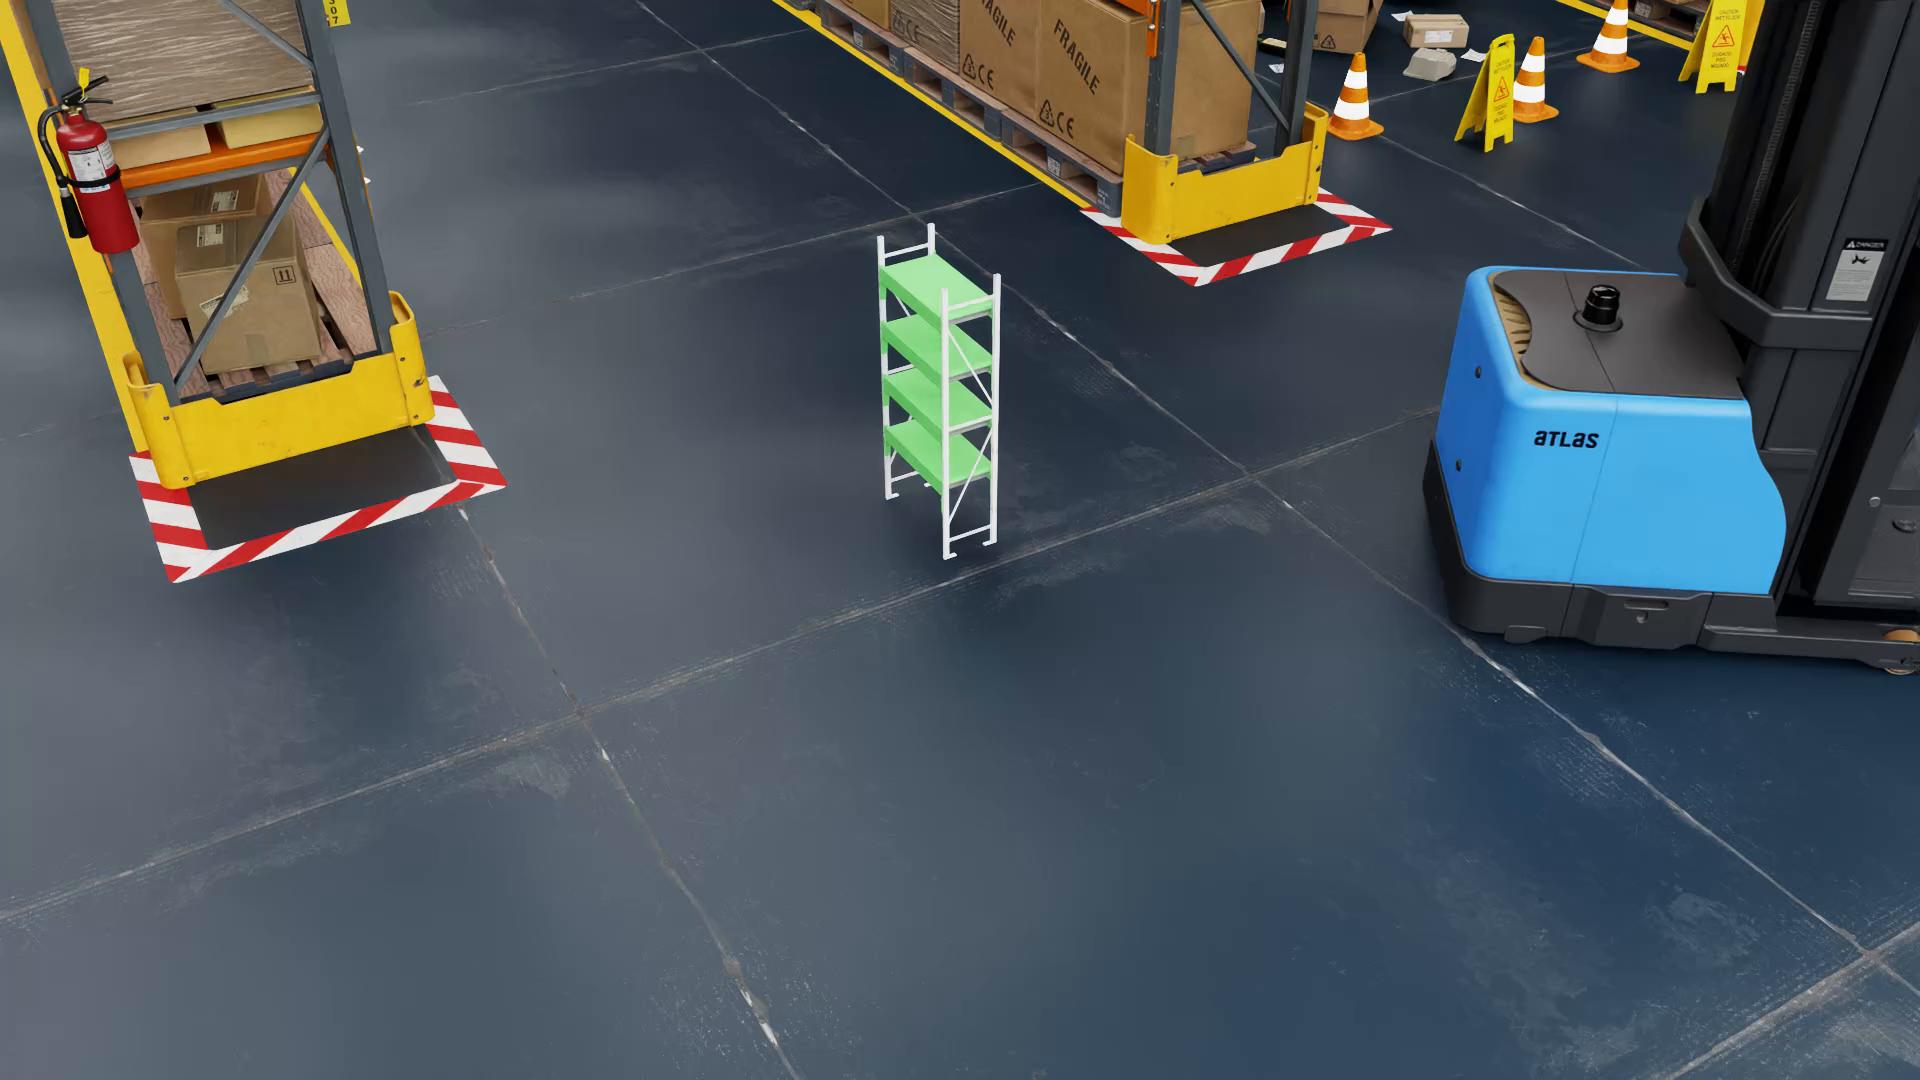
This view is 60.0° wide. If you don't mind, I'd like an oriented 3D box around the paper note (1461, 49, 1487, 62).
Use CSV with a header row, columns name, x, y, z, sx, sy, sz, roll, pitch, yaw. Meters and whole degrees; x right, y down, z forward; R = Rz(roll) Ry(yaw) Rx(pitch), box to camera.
name,x,y,z,sx,sy,sz,roll,pitch,yaw
paper note,3.469,-3.263,11.192,0.142,0.019,0.148,26,44,31

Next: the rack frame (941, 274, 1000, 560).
name,x,y,z,sx,sy,sz,roll,pitch,yaw
rack frame,0.039,-0.445,6.341,0.240,1.200,0.015,-19,40,-24

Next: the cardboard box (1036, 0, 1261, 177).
name,x,y,z,sx,sy,sz,roll,pitch,yaw
cardboard box,1.038,-2.690,9.335,0.875,0.875,0.875,-19,40,-24

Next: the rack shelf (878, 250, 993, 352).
name,x,y,z,sx,sy,sz,roll,pitch,yaw
rack shelf,-0.083,-0.905,6.266,0.258,0.148,0.480,-19,40,-24

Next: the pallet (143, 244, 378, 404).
name,x,y,z,sx,sy,sz,roll,pitch,yaw
pallet,-3.320,-0.971,7.901,1.003,0.211,1.213,-19,40,-24

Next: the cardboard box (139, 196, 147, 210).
name,x,y,z,sx,sy,sz,roll,pitch,yaw
cardboard box,-3.831,-1.737,8.348,0.500,0.500,0.500,-15,39,-20

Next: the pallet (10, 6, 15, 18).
name,x,y,z,sx,sy,sz,roll,pitch,yaw
pallet,-6.532,-4.188,12.306,1.003,0.211,1.213,-19,40,-24

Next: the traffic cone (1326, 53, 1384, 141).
name,x,y,z,sx,sy,sz,roll,pitch,yaw
traffic cone,2.396,-2.719,10.080,0.336,0.463,0.334,-19,40,-24

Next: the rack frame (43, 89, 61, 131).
name,x,y,z,sx,sy,sz,roll,pitch,yaw
rack frame,-4.914,-3.673,9.236,1.000,3.000,0.127,-19,40,-24

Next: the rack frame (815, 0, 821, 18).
name,x,y,z,sx,sy,sz,roll,pitch,yaw
rack frame,-0.574,-5.092,11.178,1.000,3.000,0.127,-19,40,-24

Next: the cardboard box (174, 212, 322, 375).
name,x,y,z,sx,sy,sz,roll,pitch,yaw
cardboard box,-3.203,-1.117,7.500,0.500,0.500,0.500,-12,38,-16

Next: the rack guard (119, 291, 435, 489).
name,x,y,z,sx,sy,sz,roll,pitch,yaw
rack guard,-2.942,-0.663,7.234,1.175,0.500,0.348,-19,40,-24

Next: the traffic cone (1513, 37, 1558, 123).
name,x,y,z,sx,sy,sz,roll,pitch,yaw
traffic cone,3.544,-2.880,10.301,0.336,0.463,0.334,-19,40,-24

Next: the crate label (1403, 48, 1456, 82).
name,x,y,z,sx,sy,sz,roll,pitch,yaw
crate label,3.096,-3.131,10.921,0.298,0.136,0.250,19,40,24

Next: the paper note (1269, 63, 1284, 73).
name,x,y,z,sx,sy,sz,roll,pitch,yaw
paper note,2.137,-3.134,11.016,0.144,0.017,0.142,-6,37,-8

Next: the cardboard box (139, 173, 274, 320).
name,x,y,z,sx,sy,sz,roll,pitch,yaw
cardboard box,-3.533,-1.412,7.903,0.500,0.500,0.500,-9,37,-12

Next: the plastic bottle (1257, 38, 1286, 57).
name,x,y,z,sx,sy,sz,roll,pitch,yaw
plastic bottle,2.124,-3.352,11.288,0.283,0.061,0.133,26,44,31

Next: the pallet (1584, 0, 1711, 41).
name,x,y,z,sx,sy,sz,roll,pitch,yaw
pallet,5.249,-3.908,11.921,1.003,0.211,1.213,-19,40,-24

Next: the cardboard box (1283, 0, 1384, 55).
name,x,y,z,sx,sy,sz,roll,pitch,yaw
cardboard box,2.593,-3.708,11.400,0.637,0.503,0.797,12,38,16

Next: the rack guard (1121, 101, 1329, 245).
name,x,y,z,sx,sy,sz,roll,pitch,yaw
rack guard,1.448,-2.030,9.106,1.175,0.500,0.348,-19,40,-24

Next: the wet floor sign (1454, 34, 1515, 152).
name,x,y,z,sx,sy,sz,roll,pitch,yaw
wet floor sign,3.162,-2.673,9.863,0.267,0.644,0.232,-26,44,-31

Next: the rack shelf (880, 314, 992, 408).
name,x,y,z,sx,sy,sz,roll,pitch,yaw
rack shelf,-0.083,-0.711,6.408,0.258,0.148,0.480,-19,40,-24

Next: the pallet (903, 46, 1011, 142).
name,x,y,z,sx,sy,sz,roll,pitch,yaw
pallet,0.357,-2.932,10.585,1.003,0.211,1.213,-19,40,-24

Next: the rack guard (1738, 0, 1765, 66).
name,x,y,z,sx,sy,sz,roll,pitch,yaw
rack guard,5.626,-3.599,11.254,1.175,0.500,0.348,-19,40,-24

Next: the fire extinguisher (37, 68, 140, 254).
name,x,y,z,sx,sy,sz,roll,pitch,yaw
fire extinguisher,-3.245,-1.407,6.199,0.296,0.674,0.183,-19,40,-24

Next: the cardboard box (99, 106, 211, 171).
name,x,y,z,sx,sy,sz,roll,pitch,yaw
cardboard box,-3.226,-1.616,6.633,0.380,0.149,0.250,-19,40,-24

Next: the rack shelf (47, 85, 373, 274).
name,x,y,z,sx,sy,sz,roll,pitch,yaw
rack shelf,-3.909,-2.363,8.052,1.077,0.370,4.000,-19,40,-24

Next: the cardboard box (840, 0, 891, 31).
name,x,y,z,sx,sy,sz,roll,pitch,yaw
cardboard box,-0.319,-4.062,11.213,0.875,0.875,0.875,-18,40,-23

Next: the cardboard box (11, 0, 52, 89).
name,x,y,z,sx,sy,sz,roll,pitch,yaw
cardboard box,-3.511,-2.302,7.022,0.875,0.500,0.500,-19,40,-24

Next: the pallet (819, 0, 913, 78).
name,x,y,z,sx,sy,sz,roll,pitch,yaw
pallet,-0.260,-3.555,11.438,1.003,0.211,1.213,-19,40,-24

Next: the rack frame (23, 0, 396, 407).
name,x,y,z,sx,sy,sz,roll,pitch,yaw
rack frame,-2.904,-1.634,6.443,1.000,3.000,0.127,-19,40,-24

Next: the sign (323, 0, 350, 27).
name,x,y,z,sx,sy,sz,roll,pitch,yaw
sign,-2.435,-2.144,6.408,0.100,0.325,0.005,-19,40,-24

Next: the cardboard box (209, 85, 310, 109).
name,x,y,z,sx,sy,sz,roll,pitch,yaw
cardboard box,-2.950,-1.881,6.996,0.380,0.149,0.250,-19,40,-24

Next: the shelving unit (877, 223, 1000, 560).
name,x,y,z,sx,sy,sz,roll,pitch,yaw
shelving unit,-0.083,-0.569,6.512,0.258,1.200,0.503,-19,40,-24

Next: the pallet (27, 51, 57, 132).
name,x,y,z,sx,sy,sz,roll,pitch,yaw
pallet,-5.306,-2.944,10.602,1.003,0.211,1.213,-19,40,-24

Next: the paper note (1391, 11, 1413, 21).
name,x,y,z,sx,sy,sz,roll,pitch,yaw
paper note,3.172,-3.736,11.850,0.148,0.019,0.142,-6,37,-8

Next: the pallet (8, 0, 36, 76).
name,x,y,z,sx,sy,sz,roll,pitch,yaw
pallet,-5.923,-3.567,11.455,1.003,0.211,1.213,-19,40,-24

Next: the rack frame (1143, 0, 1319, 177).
name,x,y,z,sx,sy,sz,roll,pitch,yaw
rack frame,1.435,-3.052,8.385,1.000,3.000,0.127,-19,40,-24

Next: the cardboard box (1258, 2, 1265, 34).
name,x,y,z,sx,sy,sz,roll,pitch,yaw
cardboard box,1.882,-3.657,11.532,0.396,0.266,0.258,-12,38,-16

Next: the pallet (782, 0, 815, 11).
name,x,y,z,sx,sy,sz,roll,pitch,yaw
pallet,-1.027,-4.337,12.509,1.003,0.211,1.213,-19,40,-24

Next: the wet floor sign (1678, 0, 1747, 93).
name,x,y,z,sx,sy,sz,roll,pitch,yaw
wet floor sign,4.835,-3.205,10.592,0.267,0.644,0.232,-6,37,-8

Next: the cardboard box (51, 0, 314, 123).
name,x,y,z,sx,sy,sz,roll,pitch,yaw
cardboard box,-3.156,-2.083,6.721,0.875,0.500,0.500,-19,40,-24

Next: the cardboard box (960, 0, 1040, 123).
name,x,y,z,sx,sy,sz,roll,pitch,yaw
cardboard box,0.594,-3.138,9.948,0.875,0.875,0.875,-20,40,-25

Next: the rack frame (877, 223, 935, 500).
name,x,y,z,sx,sy,sz,roll,pitch,yaw
rack frame,-0.206,-0.693,6.682,0.240,1.200,0.015,-19,40,-24

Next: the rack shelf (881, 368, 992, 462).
name,x,y,z,sx,sy,sz,roll,pitch,yaw
rack shelf,-0.083,-0.517,6.549,0.258,0.148,0.480,-19,40,-24

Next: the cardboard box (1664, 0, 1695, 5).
name,x,y,z,sx,sy,sz,roll,pitch,yaw
cardboard box,5.014,-3.974,11.623,0.500,0.250,0.500,-19,40,-24

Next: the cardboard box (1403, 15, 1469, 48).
name,x,y,z,sx,sy,sz,roll,pitch,yaw
cardboard box,3.260,-3.488,11.400,0.380,0.149,0.250,0,36,0

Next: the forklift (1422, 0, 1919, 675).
name,x,y,z,sx,sy,sz,roll,pitch,yaw
forklift,3.393,-1.011,5.649,3.031,2.935,1.130,3,36,4

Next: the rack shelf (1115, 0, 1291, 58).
name,x,y,z,sx,sy,sz,roll,pitch,yaw
rack shelf,0.431,-3.781,9.994,1.077,0.370,4.000,-19,40,-24

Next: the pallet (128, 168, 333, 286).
name,x,y,z,sx,sy,sz,roll,pitch,yaw
pallet,-3.929,-1.593,8.751,1.003,0.211,1.213,-19,40,-24

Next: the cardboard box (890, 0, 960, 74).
name,x,y,z,sx,sy,sz,roll,pitch,yaw
cardboard box,0.137,-3.603,10.586,0.875,0.875,0.875,-19,40,-24

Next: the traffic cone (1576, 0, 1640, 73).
name,x,y,z,sx,sy,sz,roll,pitch,yaw
traffic cone,4.333,-3.383,10.989,0.336,0.463,0.334,-19,40,-24

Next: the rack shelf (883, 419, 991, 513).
name,x,y,z,sx,sy,sz,roll,pitch,yaw
rack shelf,-0.083,-0.324,6.691,0.258,0.148,0.480,-19,40,-24

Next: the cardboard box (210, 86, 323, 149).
name,x,y,z,sx,sy,sz,roll,pitch,yaw
cardboard box,-2.841,-1.748,6.813,0.380,0.149,0.250,-19,40,-24

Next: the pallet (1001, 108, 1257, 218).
name,x,y,z,sx,sy,sz,roll,pitch,yaw
pallet,0.966,-2.310,9.734,1.003,0.211,1.213,-19,40,-24
